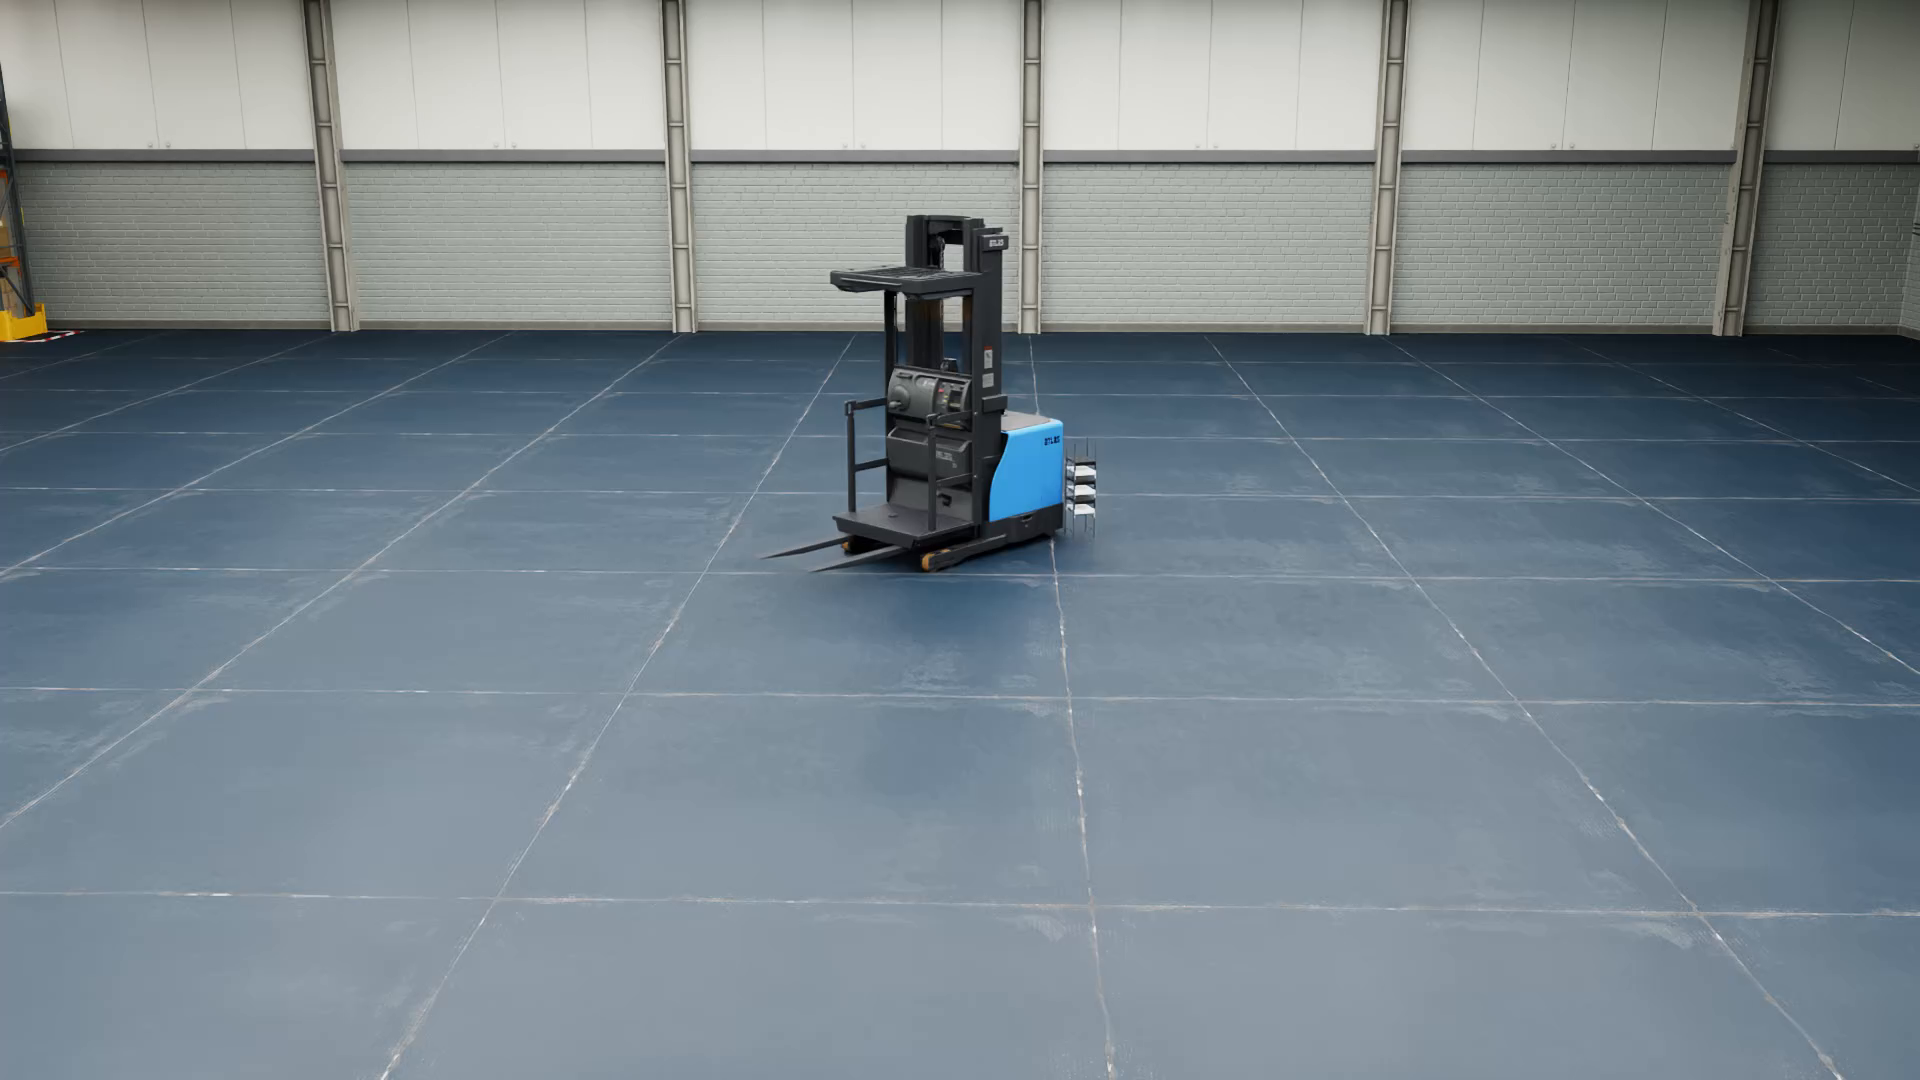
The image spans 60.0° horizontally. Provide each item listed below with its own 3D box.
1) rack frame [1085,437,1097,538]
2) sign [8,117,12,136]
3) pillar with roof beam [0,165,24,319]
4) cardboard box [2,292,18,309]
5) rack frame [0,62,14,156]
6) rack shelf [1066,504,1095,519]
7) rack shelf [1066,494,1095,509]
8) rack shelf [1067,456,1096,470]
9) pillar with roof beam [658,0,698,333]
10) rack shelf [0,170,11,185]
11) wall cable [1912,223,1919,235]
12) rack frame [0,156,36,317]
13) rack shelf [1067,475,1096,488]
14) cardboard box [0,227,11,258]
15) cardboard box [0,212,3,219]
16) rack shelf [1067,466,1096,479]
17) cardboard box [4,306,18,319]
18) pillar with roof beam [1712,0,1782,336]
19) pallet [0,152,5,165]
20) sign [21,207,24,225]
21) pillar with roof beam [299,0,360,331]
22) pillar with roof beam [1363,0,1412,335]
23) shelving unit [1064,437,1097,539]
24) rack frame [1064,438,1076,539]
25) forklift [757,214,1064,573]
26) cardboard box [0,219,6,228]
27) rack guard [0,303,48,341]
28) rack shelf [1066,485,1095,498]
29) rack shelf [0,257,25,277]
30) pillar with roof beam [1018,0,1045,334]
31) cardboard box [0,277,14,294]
[{"bbox_3d":[1.204,-0.485,15.325,0.006,0.900,0.240,-4,15,-16],"label":"rack frame"},{"bbox_3d":[-16.097,-6.994,28.130,0.005,0.325,0.100,0,15,1],"label":"sign"},{"bbox_3d":[-16.900,-6.978,24.060,0.400,9.000,9.100,0,15,1],"label":"pillar with roof beam"},{"bbox_3d":[-16.582,-4.112,28.544,0.500,0.250,0.500,1,15,2],"label":"cardboard box"},{"bbox_3d":[-16.117,-7.842,27.333,0.127,3.000,1.000,0,15,1],"label":"rack frame"},{"bbox_3d":[1.107,-0.271,15.351,0.200,0.077,0.258,-4,15,-16],"label":"rack shelf"},{"bbox_3d":[1.107,-0.358,15.328,0.200,0.077,0.258,-4,15,-16],"label":"rack shelf"},{"bbox_3d":[1.107,-0.706,15.236,0.200,0.077,0.258,-4,15,-16],"label":"rack shelf"},{"bbox_3d":[-4.904,-6.900,23.763,0.400,9.000,9.100,0,15,1],"label":"pillar with roof beam"},{"bbox_3d":[-18.116,-6.057,27.856,4.000,0.370,1.077,0,15,1],"label":"rack shelf"},{"bbox_3d":[16.111,-6.023,26.525,0.112,2.526,3.097,0,15,1],"label":"wall cable"},{"bbox_3d":[-16.117,-4.941,28.098,0.127,3.000,1.000,0,15,1],"label":"rack frame"},{"bbox_3d":[1.107,-0.532,15.282,0.200,0.077,0.258,-4,15,-16],"label":"rack shelf"},{"bbox_3d":[-16.605,-5.063,28.366,0.500,0.500,0.500,1,15,3],"label":"cardboard box"},{"bbox_3d":[-16.447,-5.503,28.179,0.250,0.149,0.380,0,15,0],"label":"cardboard box"},{"bbox_3d":[1.107,-0.619,15.259,0.200,0.077,0.258,-4,15,-16],"label":"rack shelf"},{"bbox_3d":[-16.603,-3.868,28.596,0.500,0.250,0.500,0,15,2],"label":"cardboard box"},{"bbox_3d":[13.090,-6.783,23.319,0.400,9.000,9.100,0,15,1],"label":"pillar with roof beam"},{"bbox_3d":[-16.823,-6.360,27.769,1.213,0.211,1.003,0,15,1],"label":"pallet"},{"bbox_3d":[-16.097,-5.539,28.514,0.005,0.325,0.100,0,15,1],"label":"sign"},{"bbox_3d":[-10.902,-6.939,23.912,0.400,9.000,9.100,0,15,1],"label":"pillar with roof beam"},{"bbox_3d":[7.092,-6.822,23.467,0.400,9.000,9.100,0,15,1],"label":"pillar with roof beam"},{"bbox_3d":[1.107,-0.478,15.296,0.210,0.900,0.258,-4,15,-16],"label":"shelving unit"},{"bbox_3d":[1.009,-0.470,15.268,0.006,0.900,0.240,-4,15,-16],"label":"rack frame"},{"bbox_3d":[-0.417,-1.283,14.366,1.130,2.935,3.031,13,20,41],"label":"forklift"},{"bbox_3d":[-16.449,-5.371,28.261,0.250,0.149,0.380,0,15,0],"label":"cardboard box"},{"bbox_3d":[-16.093,-3.732,28.416,0.348,0.500,1.175,0,15,1],"label":"rack guard"},{"bbox_3d":[1.107,-0.445,15.305,0.200,0.077,0.258,-4,15,-16],"label":"rack shelf"},{"bbox_3d":[-18.116,-4.606,28.239,4.000,0.370,1.077,0,15,1],"label":"rack shelf"},{"bbox_3d":[1.094,-6.861,23.615,0.400,9.000,9.100,0,15,1],"label":"pillar with roof beam"},{"bbox_3d":[-16.593,-4.349,28.462,0.500,0.250,0.500,0,15,1],"label":"cardboard box"}]
